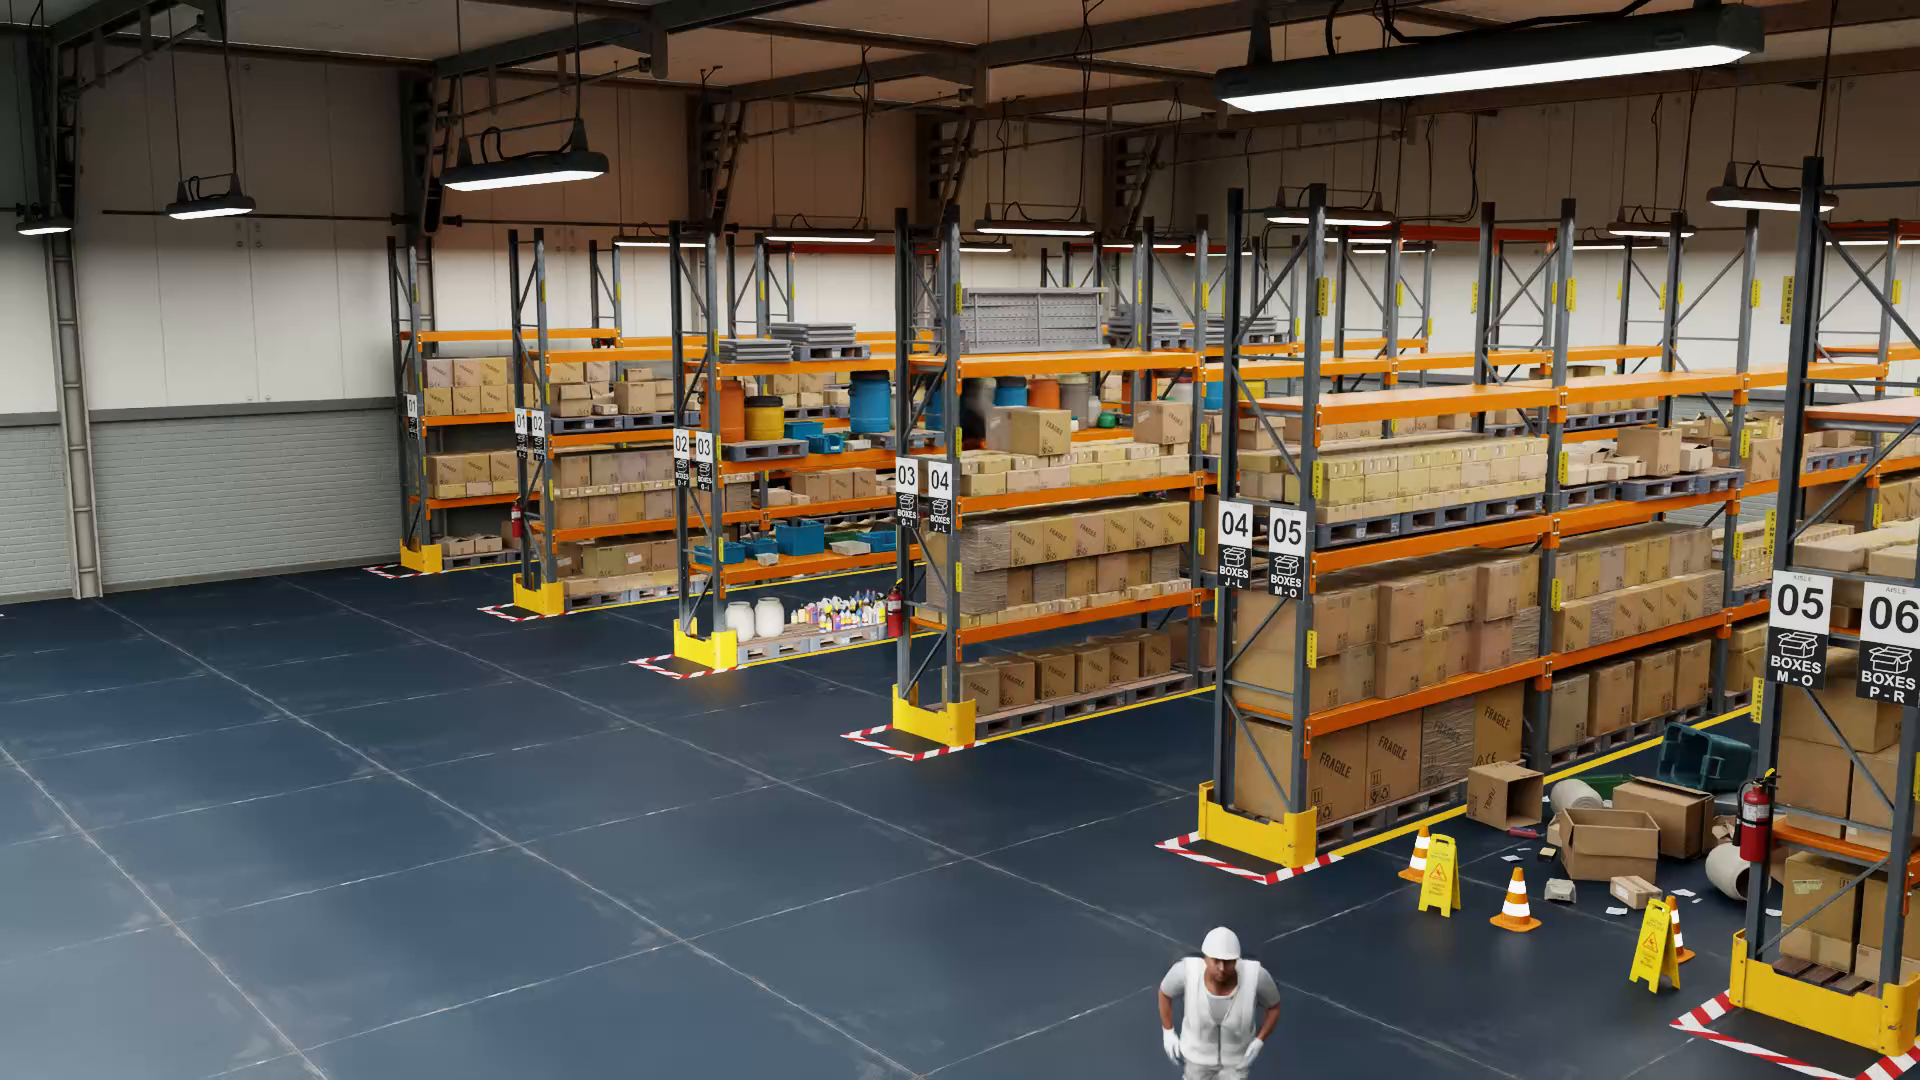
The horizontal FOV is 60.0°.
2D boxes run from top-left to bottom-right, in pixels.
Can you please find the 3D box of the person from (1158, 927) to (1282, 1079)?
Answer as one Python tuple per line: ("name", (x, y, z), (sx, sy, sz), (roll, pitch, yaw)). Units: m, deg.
("person", (1.460, 2.916, 9.430), (0.681, 1.715, 0.876), (1, 9, 3))
